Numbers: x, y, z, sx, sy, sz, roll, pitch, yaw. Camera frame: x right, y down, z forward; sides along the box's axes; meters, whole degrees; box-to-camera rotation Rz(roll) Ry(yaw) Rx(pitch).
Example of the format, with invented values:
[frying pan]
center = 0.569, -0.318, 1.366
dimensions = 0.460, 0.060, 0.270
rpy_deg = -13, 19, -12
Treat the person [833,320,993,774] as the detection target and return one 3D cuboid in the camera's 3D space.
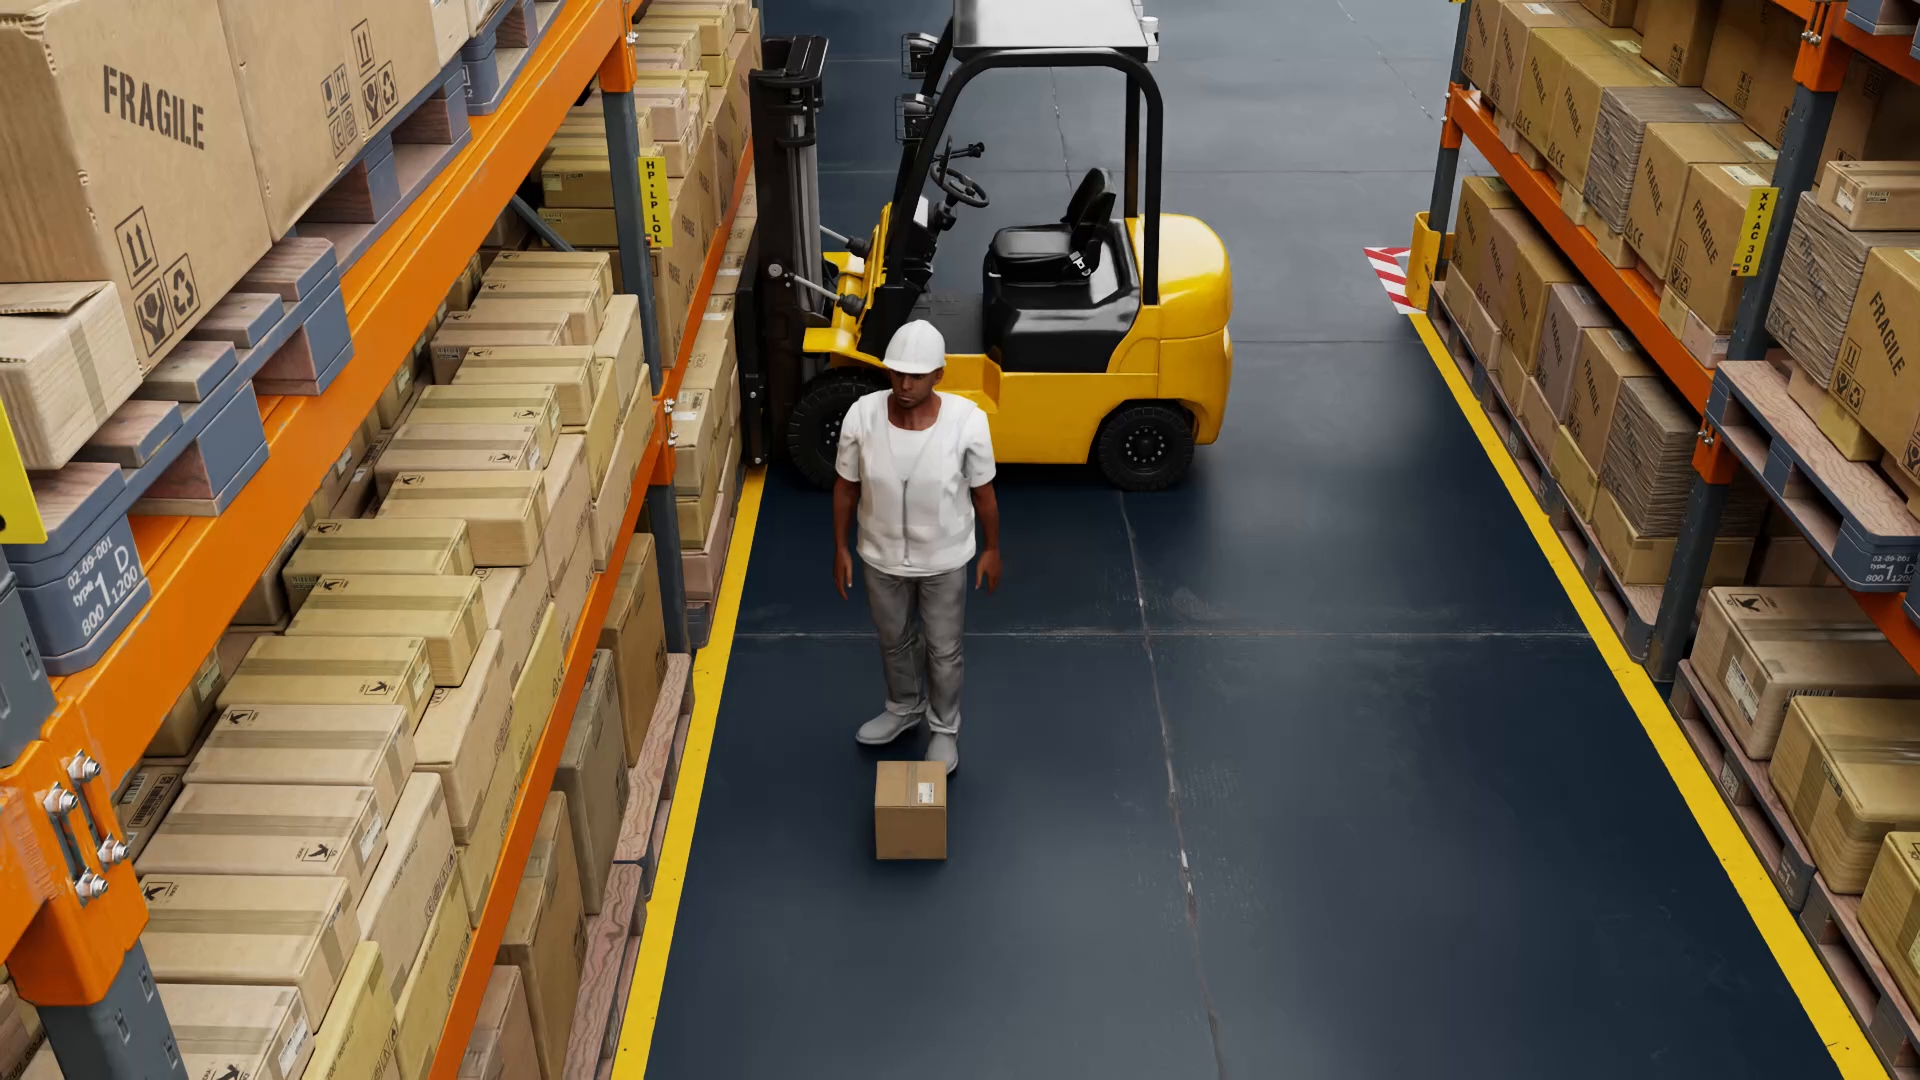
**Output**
[person]
center = -0.168, 0.060, 5.989
dimensions = 0.573, 1.784, 0.384
rpy_deg = 0, 31, 1
